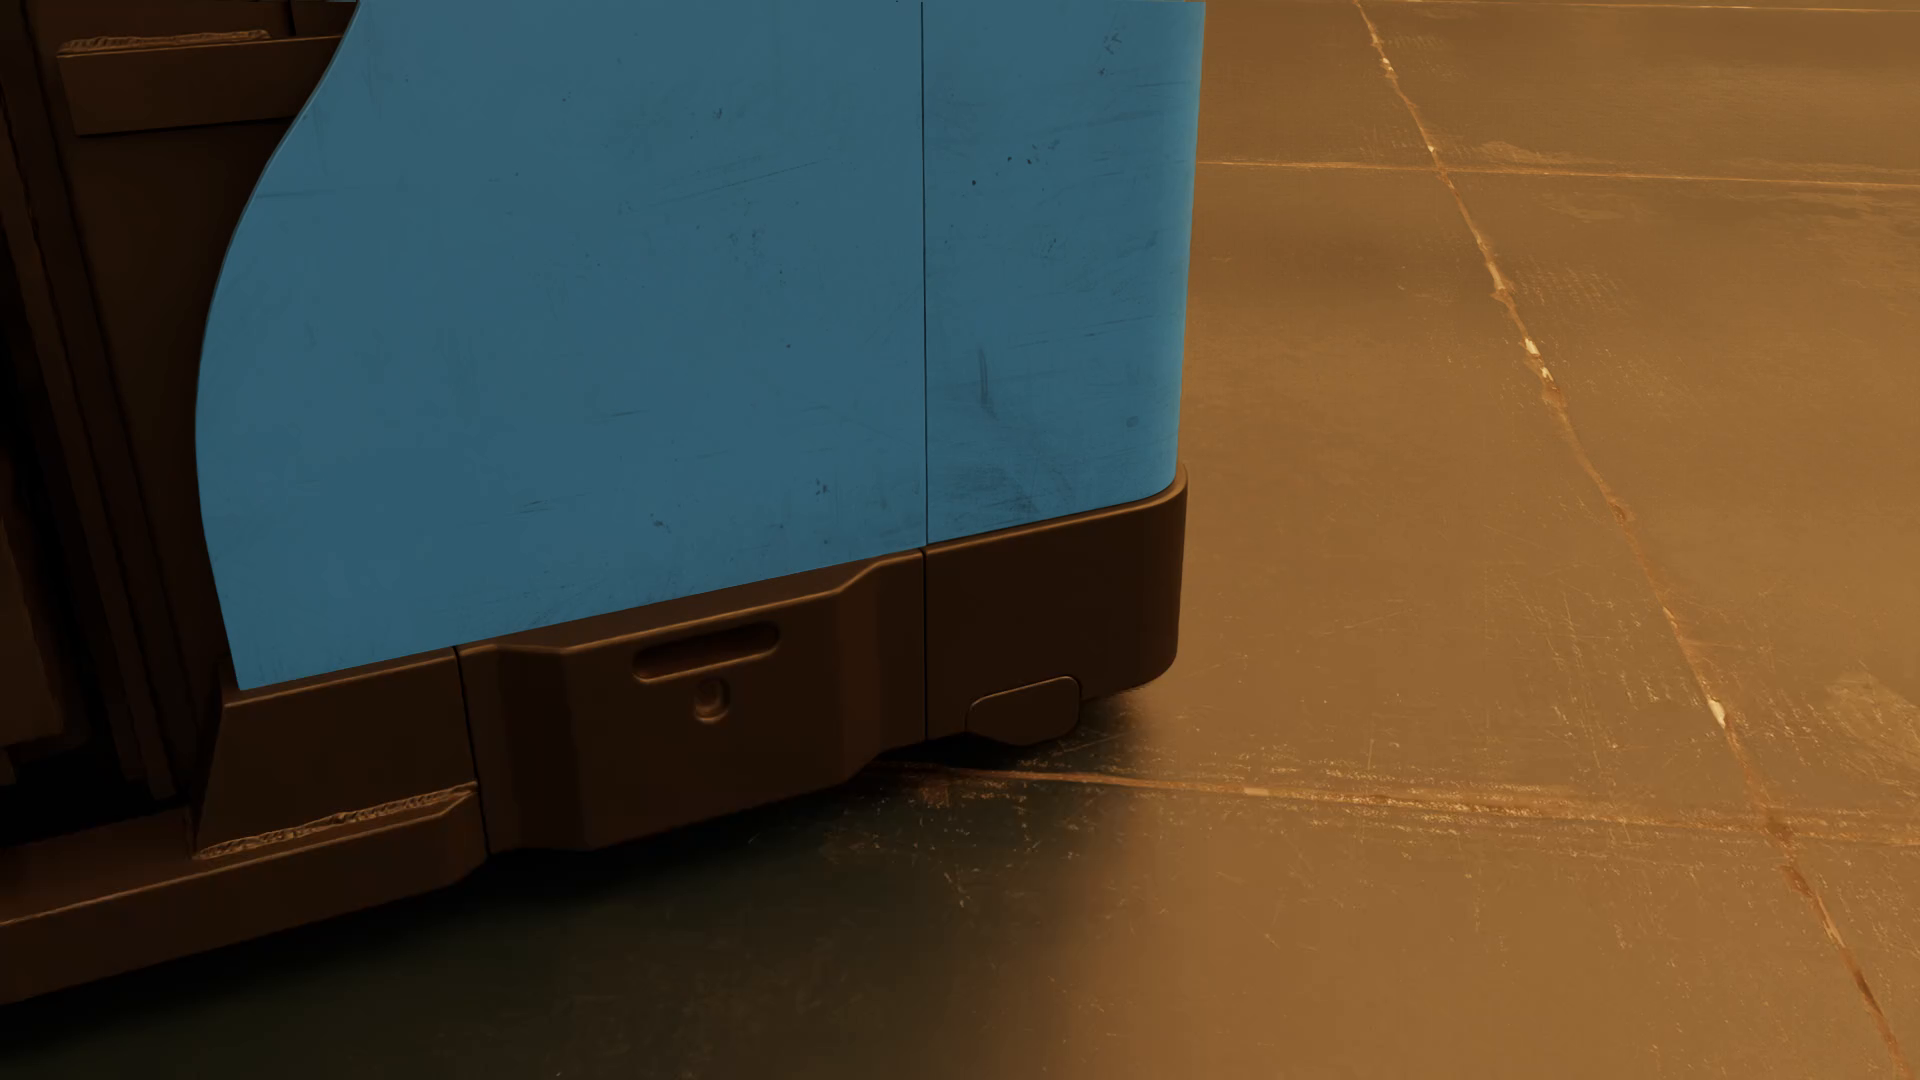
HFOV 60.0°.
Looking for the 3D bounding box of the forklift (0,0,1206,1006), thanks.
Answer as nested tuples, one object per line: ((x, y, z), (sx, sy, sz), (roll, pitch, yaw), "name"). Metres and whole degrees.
((-1.289, -1.013, 1.247), (3.031, 2.935, 1.130), (-12, 29, -23), "forklift")
